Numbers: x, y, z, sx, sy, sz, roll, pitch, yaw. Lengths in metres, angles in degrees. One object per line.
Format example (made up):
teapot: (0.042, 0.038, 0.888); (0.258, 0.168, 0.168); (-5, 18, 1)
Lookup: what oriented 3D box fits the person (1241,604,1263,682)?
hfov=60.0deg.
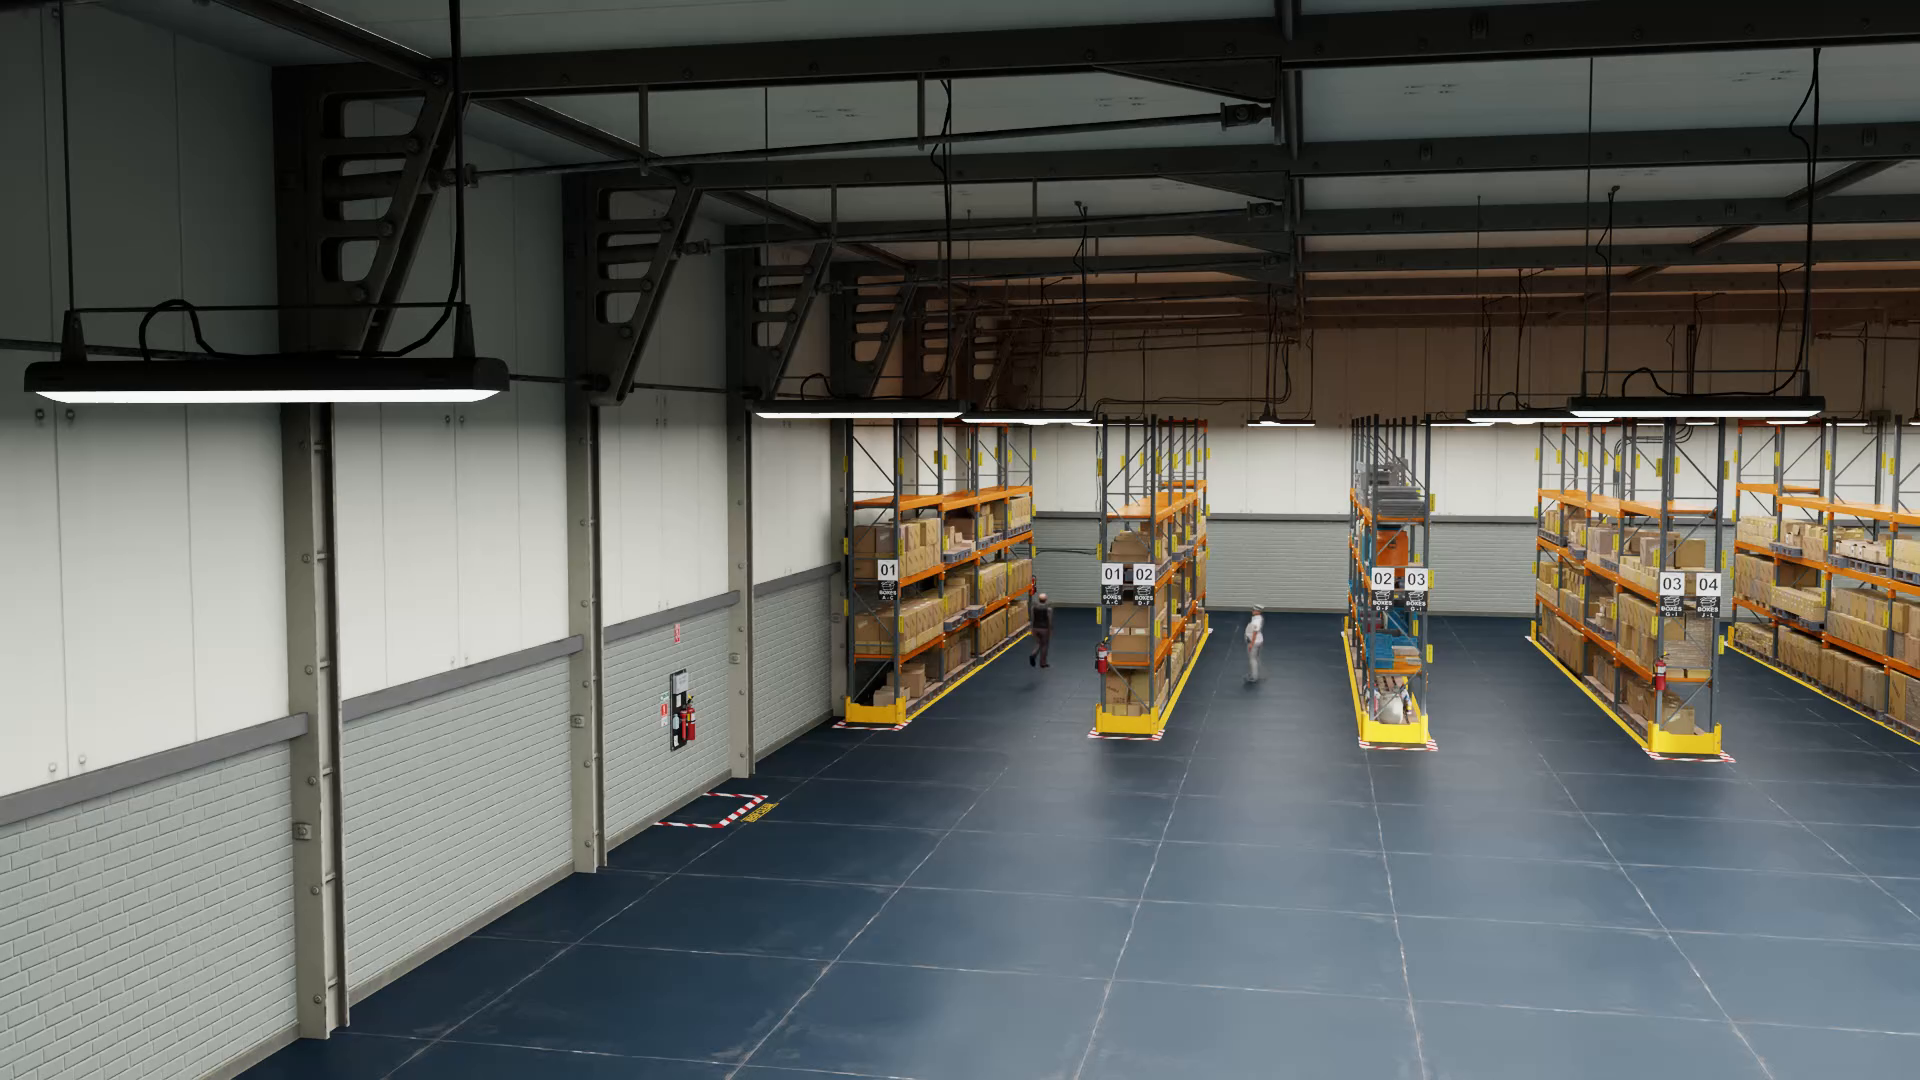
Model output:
person: (6.625, 2.324, 37.927); (0.614, 1.763, 0.564); (2, 5, 33)

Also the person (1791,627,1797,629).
person: (24.027, 1.673, 47.322); (0.641, 1.769, 0.577); (0, 4, -4)

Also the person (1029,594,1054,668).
person: (1.874, 2.074, 38.019); (0.516, 1.706, 0.519); (-3, 5, -42)
